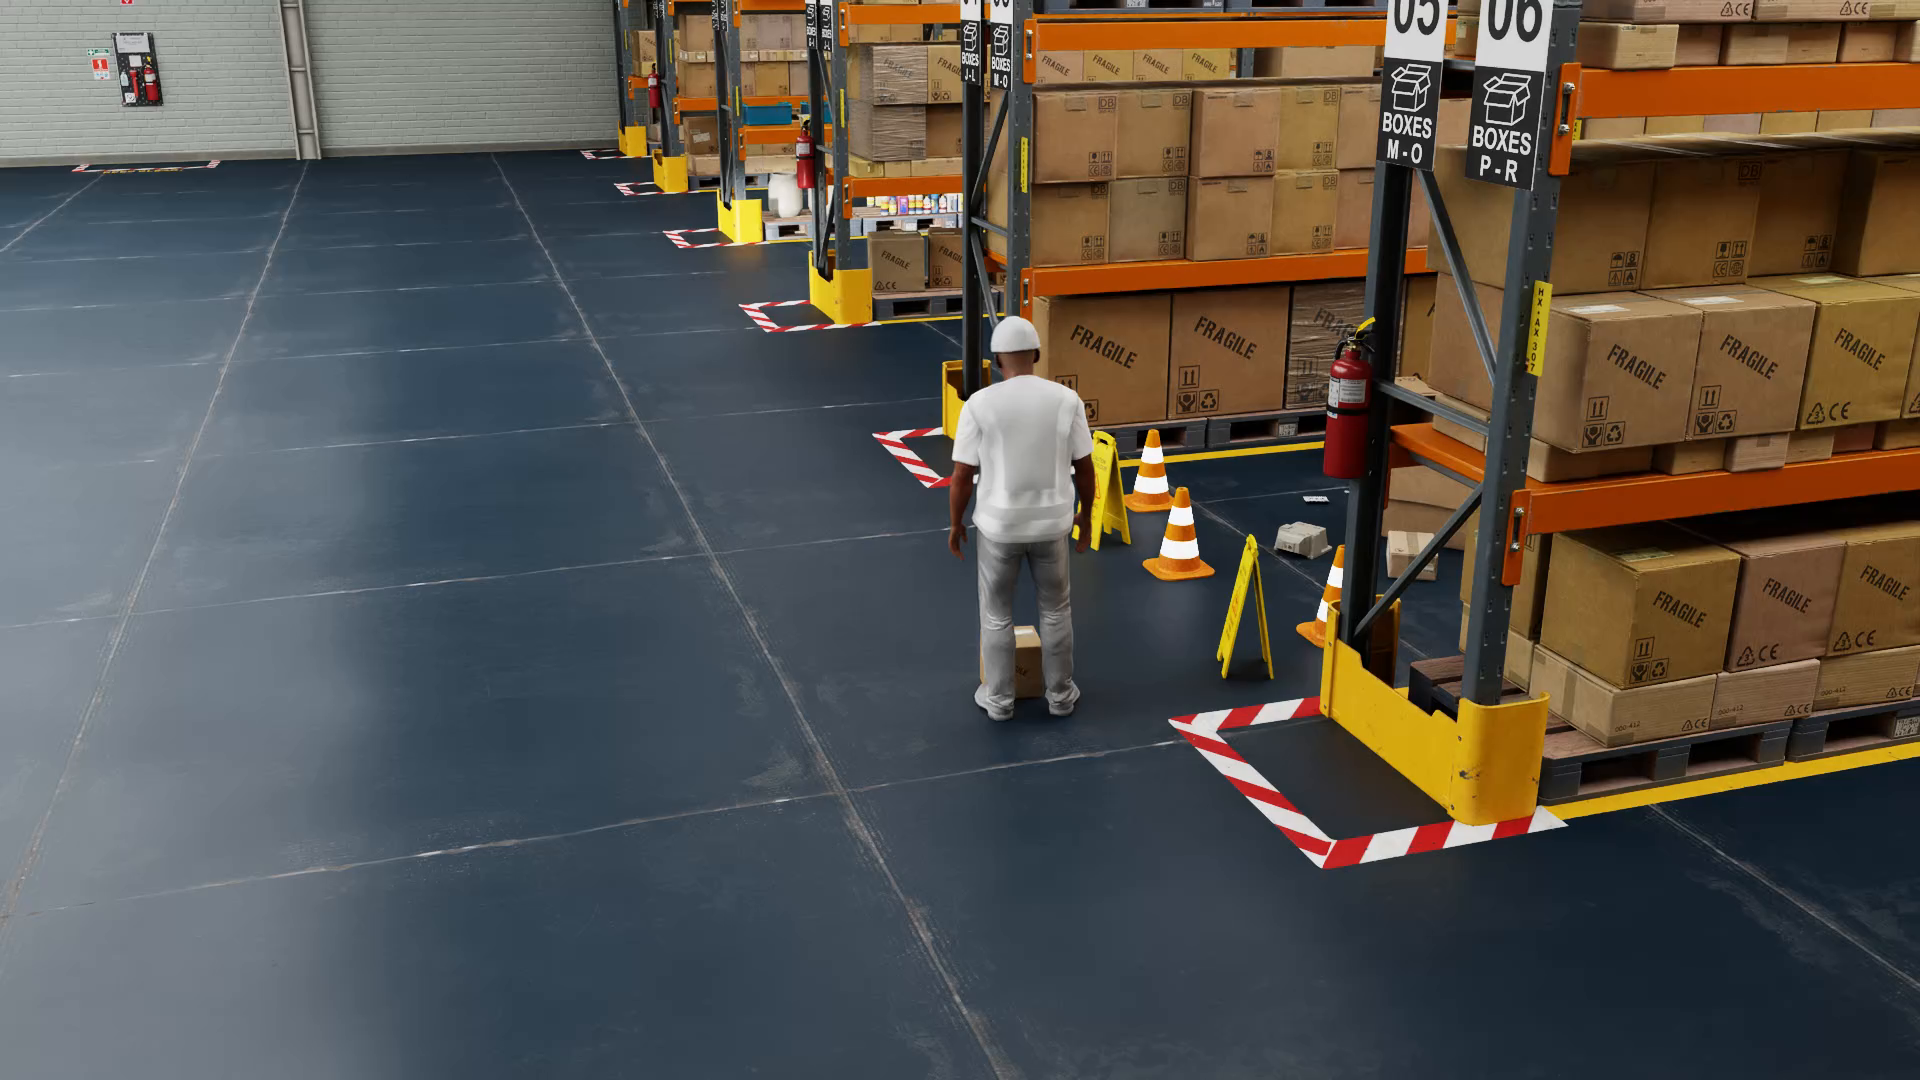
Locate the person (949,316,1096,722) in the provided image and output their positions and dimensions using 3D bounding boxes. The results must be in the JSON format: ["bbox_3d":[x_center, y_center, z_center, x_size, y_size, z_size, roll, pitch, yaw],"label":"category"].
[{"bbox_3d":[0.266,-0.081,7.143,0.637,1.761,0.460,-3,19,-8],"label":"person"}]
